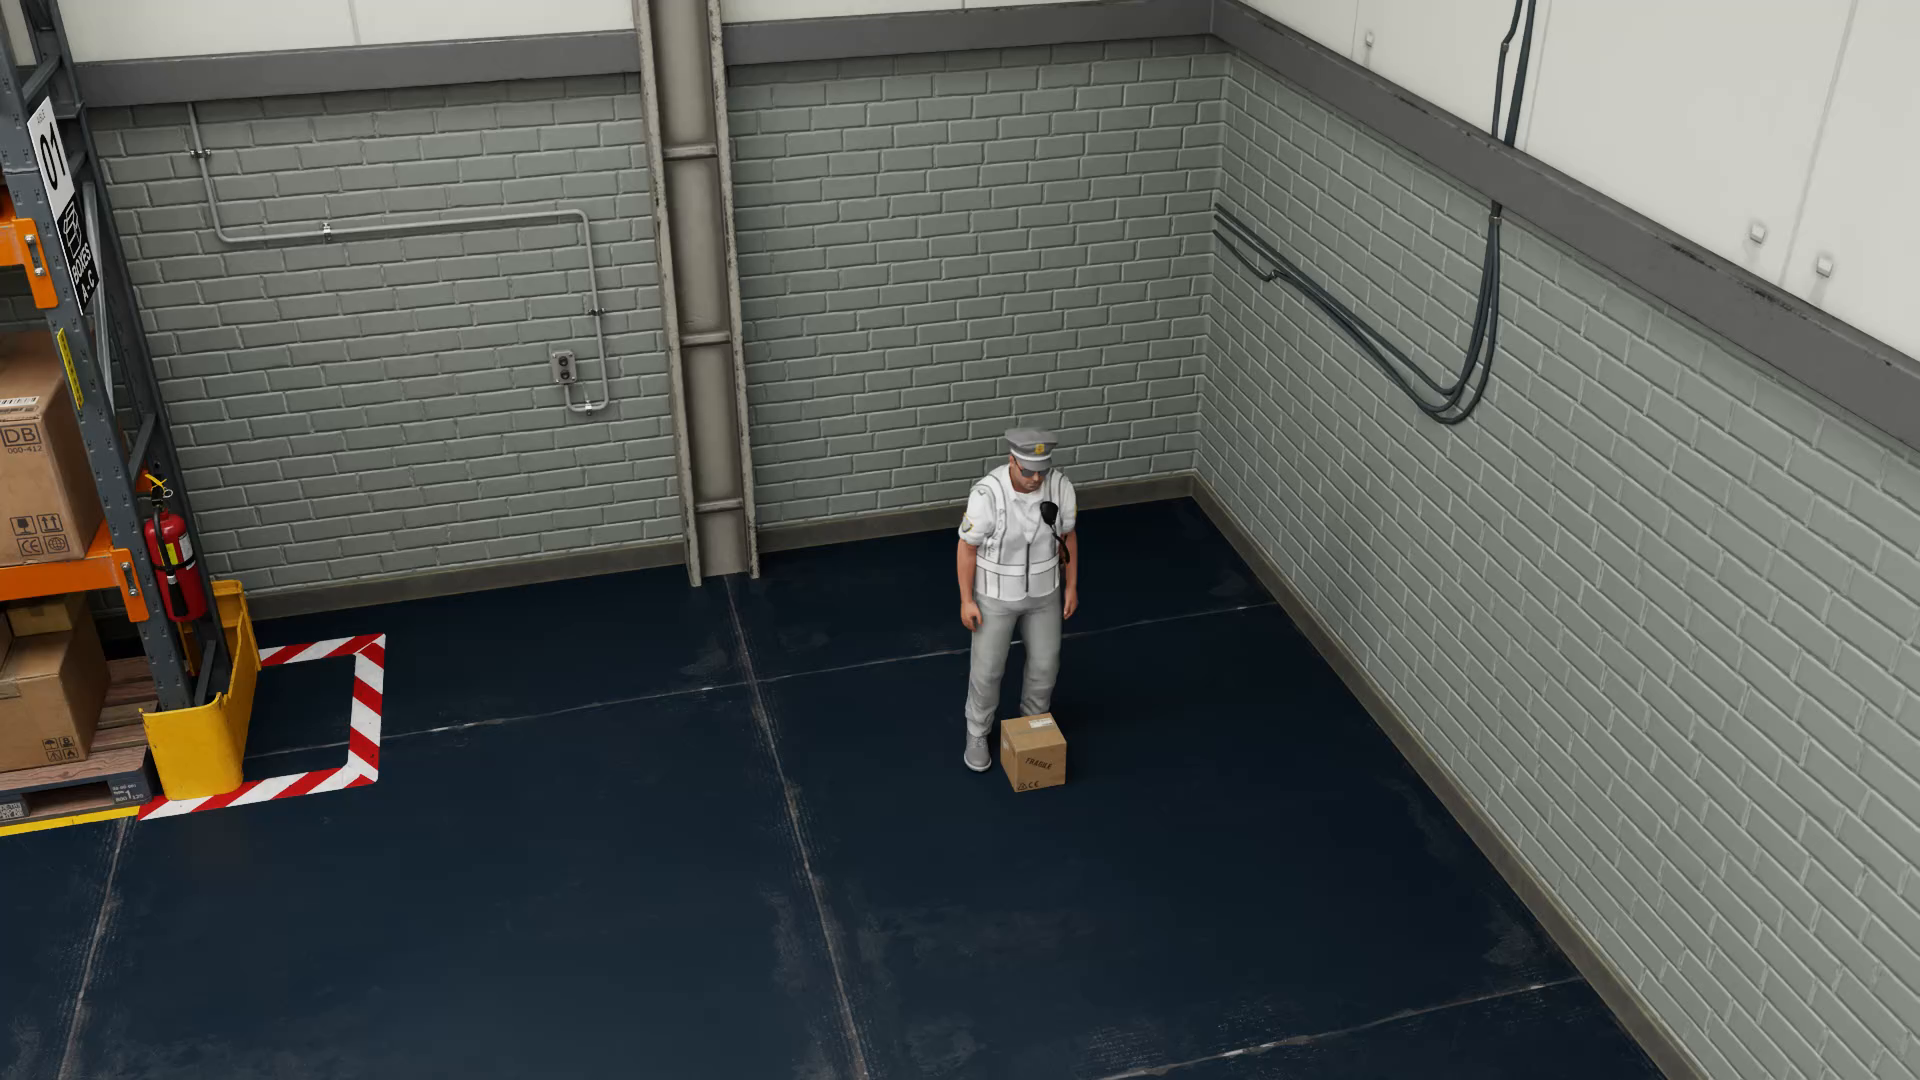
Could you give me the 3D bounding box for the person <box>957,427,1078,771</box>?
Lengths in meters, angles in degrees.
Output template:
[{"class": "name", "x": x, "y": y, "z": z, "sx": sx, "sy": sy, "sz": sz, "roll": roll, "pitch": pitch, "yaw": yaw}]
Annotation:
[{"class": "person", "x": 0.271, "y": 0.237, "z": 7.822, "sx": 0.585, "sy": 1.748, "sz": 0.432, "roll": -8, "pitch": 31, "yaw": -13}]
